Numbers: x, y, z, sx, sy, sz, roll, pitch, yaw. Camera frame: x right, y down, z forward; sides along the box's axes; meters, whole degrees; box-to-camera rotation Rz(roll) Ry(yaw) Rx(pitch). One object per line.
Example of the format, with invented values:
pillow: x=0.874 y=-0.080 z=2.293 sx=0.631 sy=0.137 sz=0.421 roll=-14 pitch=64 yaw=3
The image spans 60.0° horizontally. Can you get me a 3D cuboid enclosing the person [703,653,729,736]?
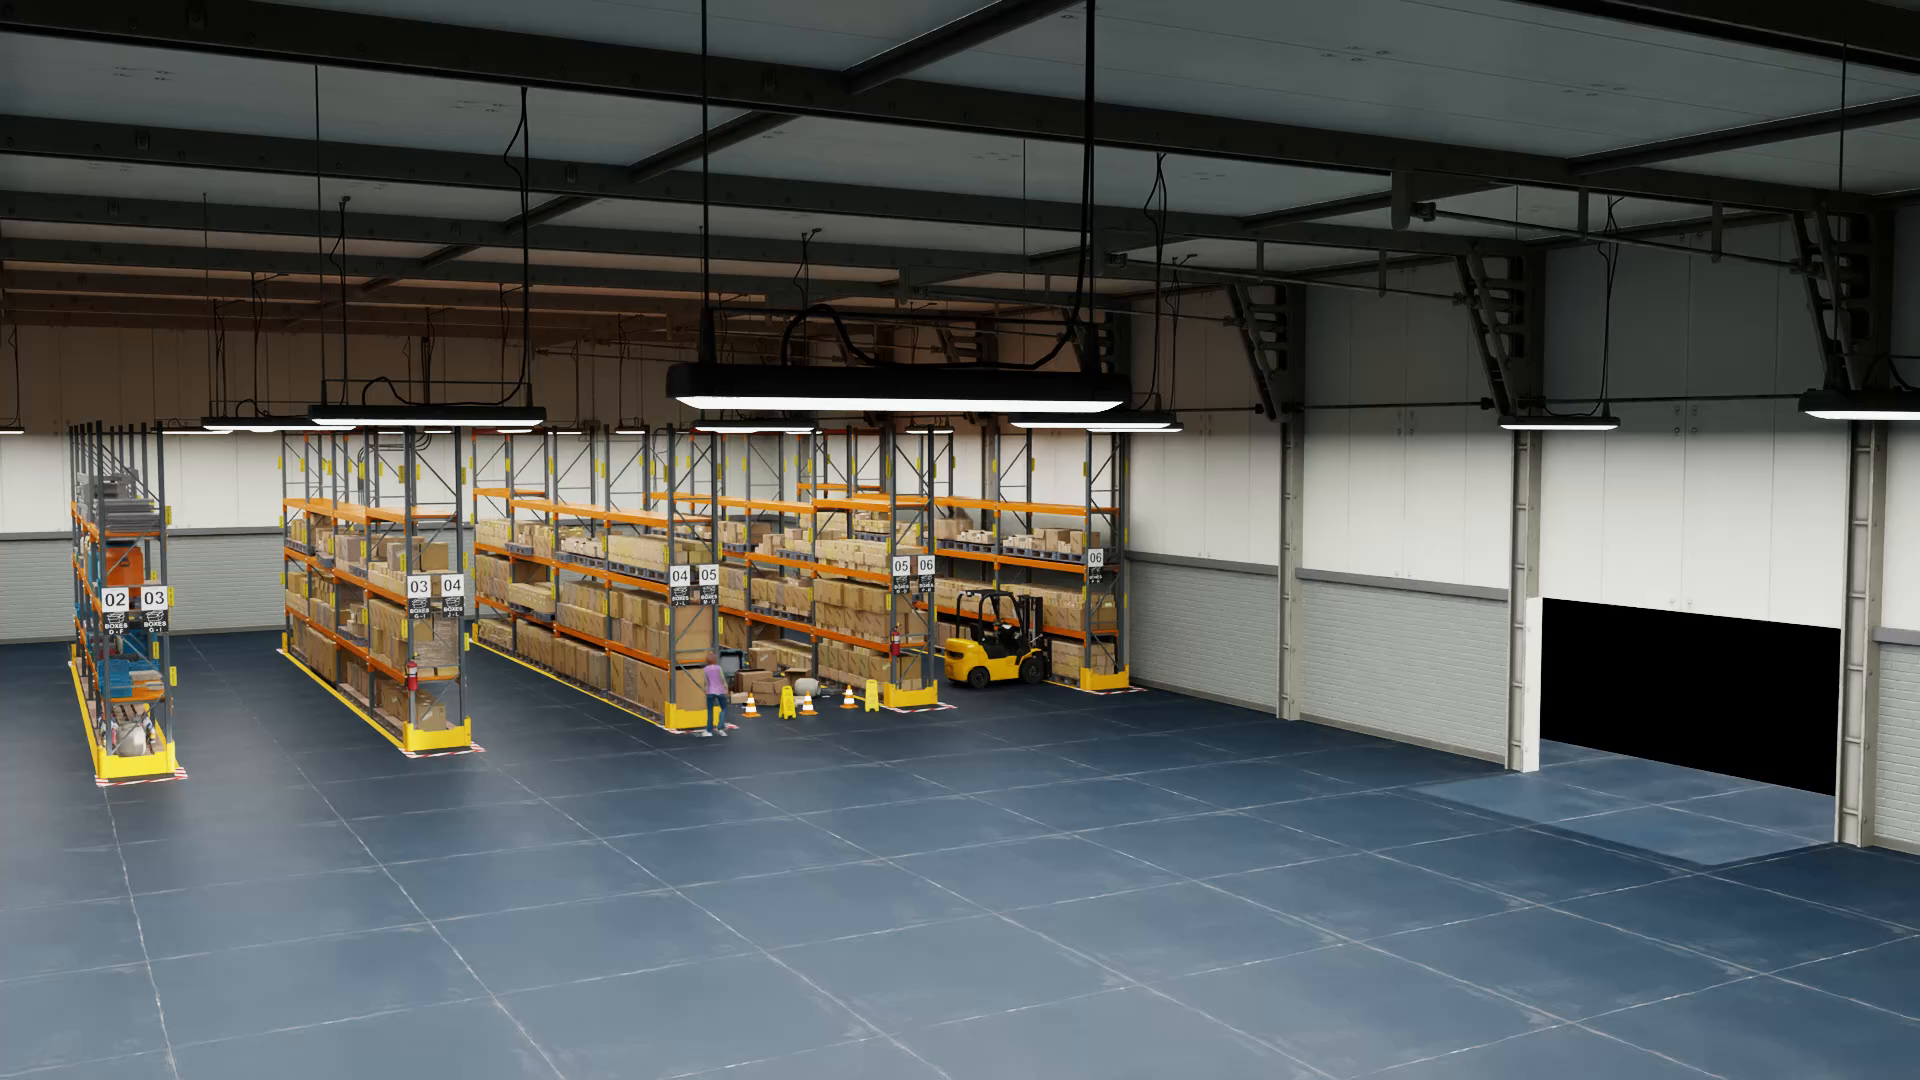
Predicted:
person: x=-4.673 y=2.961 z=31.747 sx=0.531 sy=1.610 sz=0.331 roll=0 pitch=4 yaw=-1
